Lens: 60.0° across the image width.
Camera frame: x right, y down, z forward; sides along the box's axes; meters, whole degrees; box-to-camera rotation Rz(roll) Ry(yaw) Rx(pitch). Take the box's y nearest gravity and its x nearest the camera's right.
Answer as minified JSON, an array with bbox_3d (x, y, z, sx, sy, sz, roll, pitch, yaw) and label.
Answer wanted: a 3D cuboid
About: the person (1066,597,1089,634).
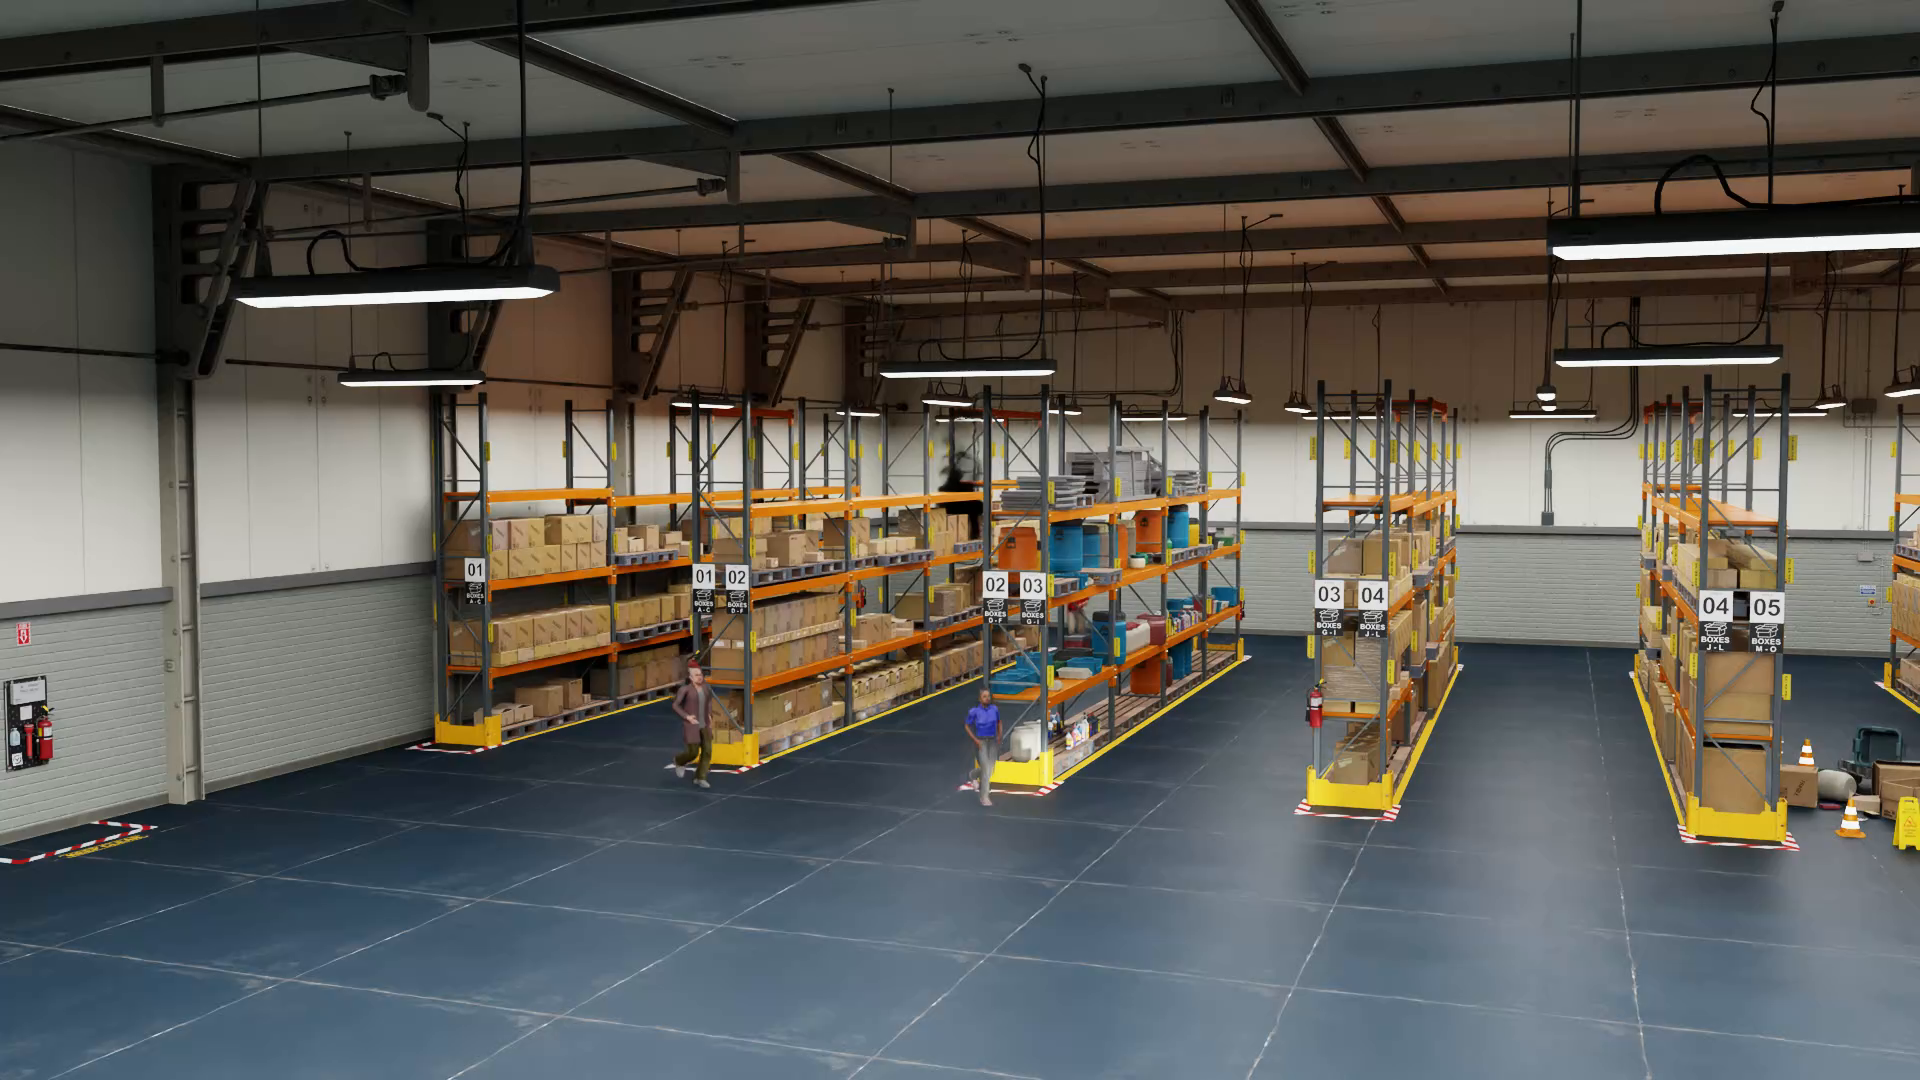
[{"bbox_3d":[2.742,1.829,39.228,0.587,1.852,0.851,0,3,8],"label":"person"}]

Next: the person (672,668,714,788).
[{"bbox_3d":[-4.000,2.808,24.978,0.728,1.782,0.784,-3,4,-44],"label":"person"}]

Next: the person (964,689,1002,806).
[{"bbox_3d":[0.317,2.935,23.790,0.589,1.660,0.670,-2,3,-26],"label":"person"}]
